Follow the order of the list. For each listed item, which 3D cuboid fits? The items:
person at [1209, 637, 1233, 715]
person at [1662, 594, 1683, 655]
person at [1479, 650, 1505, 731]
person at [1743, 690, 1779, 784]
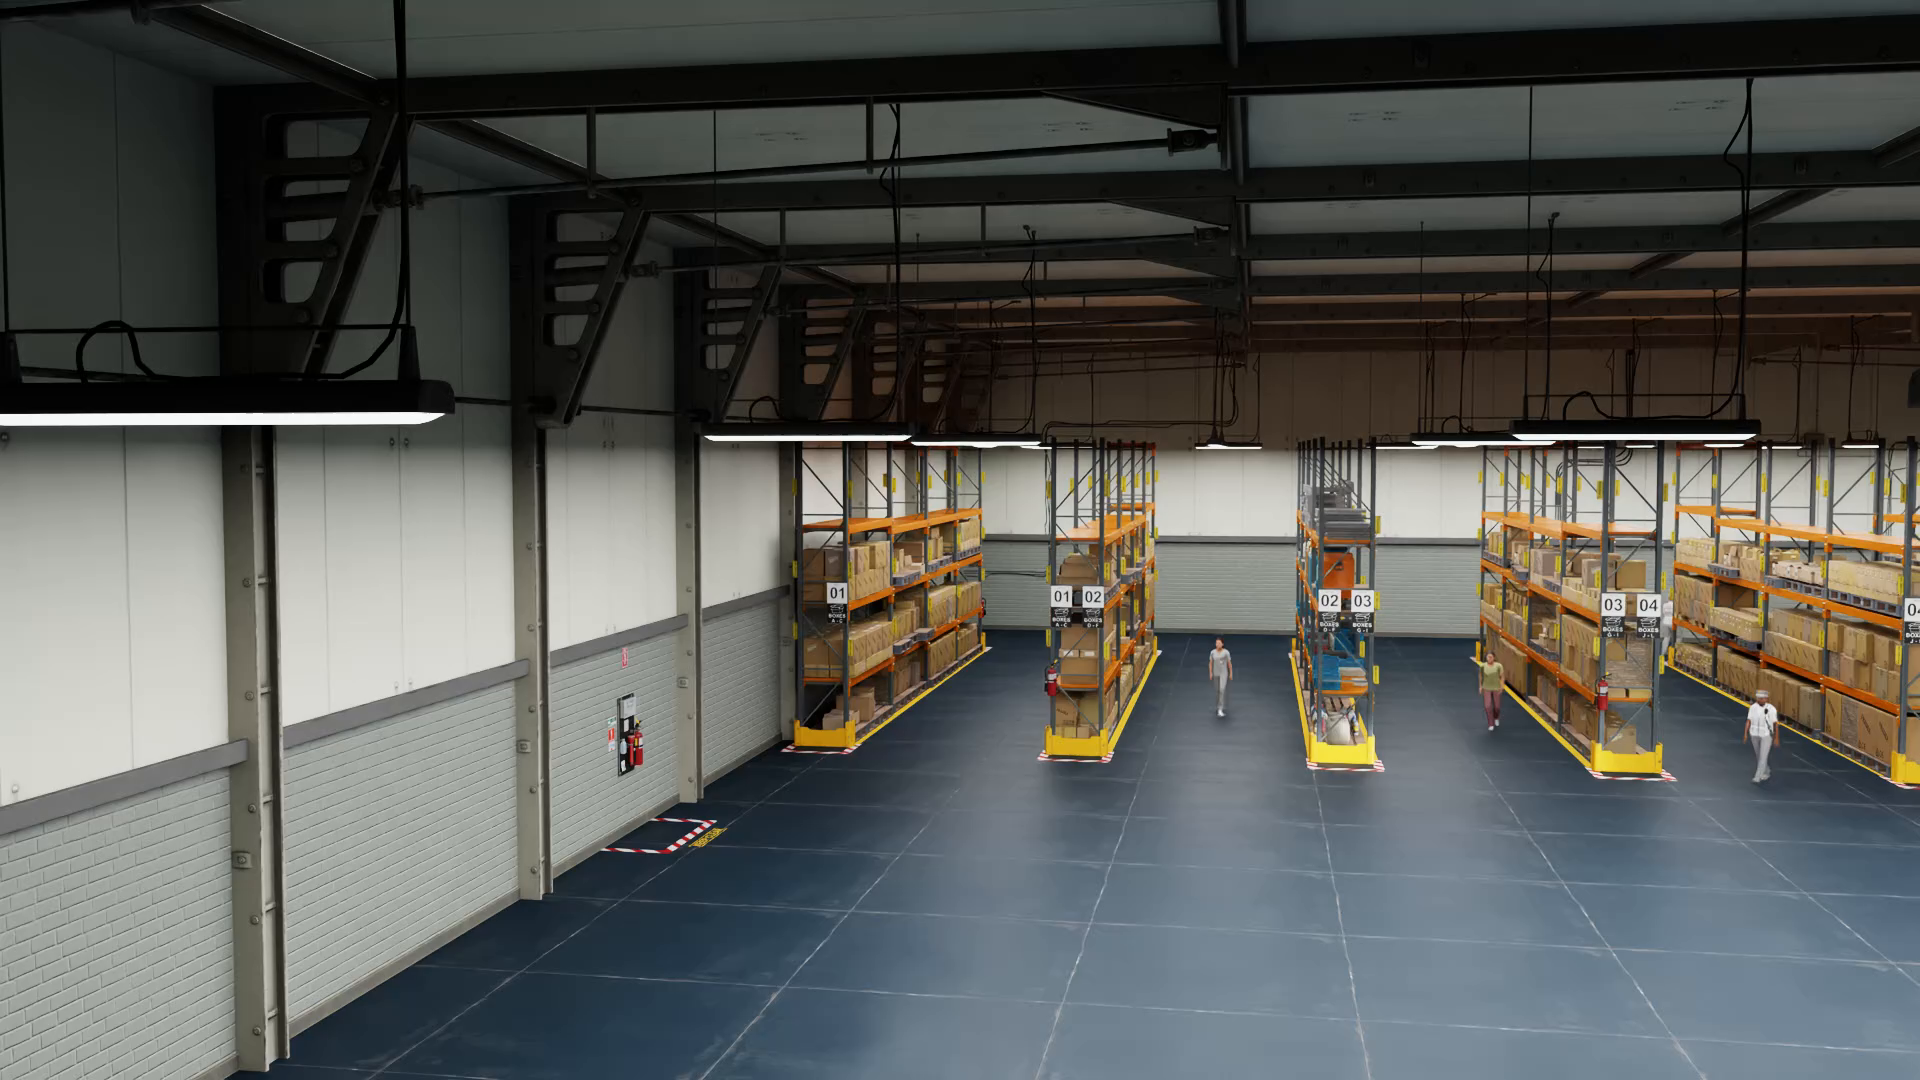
[{"bbox_3d":[5.675,2.957,36.409,0.475,1.638,0.890,2,4,32],"label":"person"},{"bbox_3d":[20.032,2.372,46.687,0.750,1.754,0.595,-2,4,-31],"label":"person"},{"bbox_3d":[10.997,3.087,34.368,0.510,1.651,0.608,1,3,21],"label":"person"},{"bbox_3d":[13.772,3.380,28.648,1.045,1.610,0.474,-2,4,-38],"label":"person"}]
